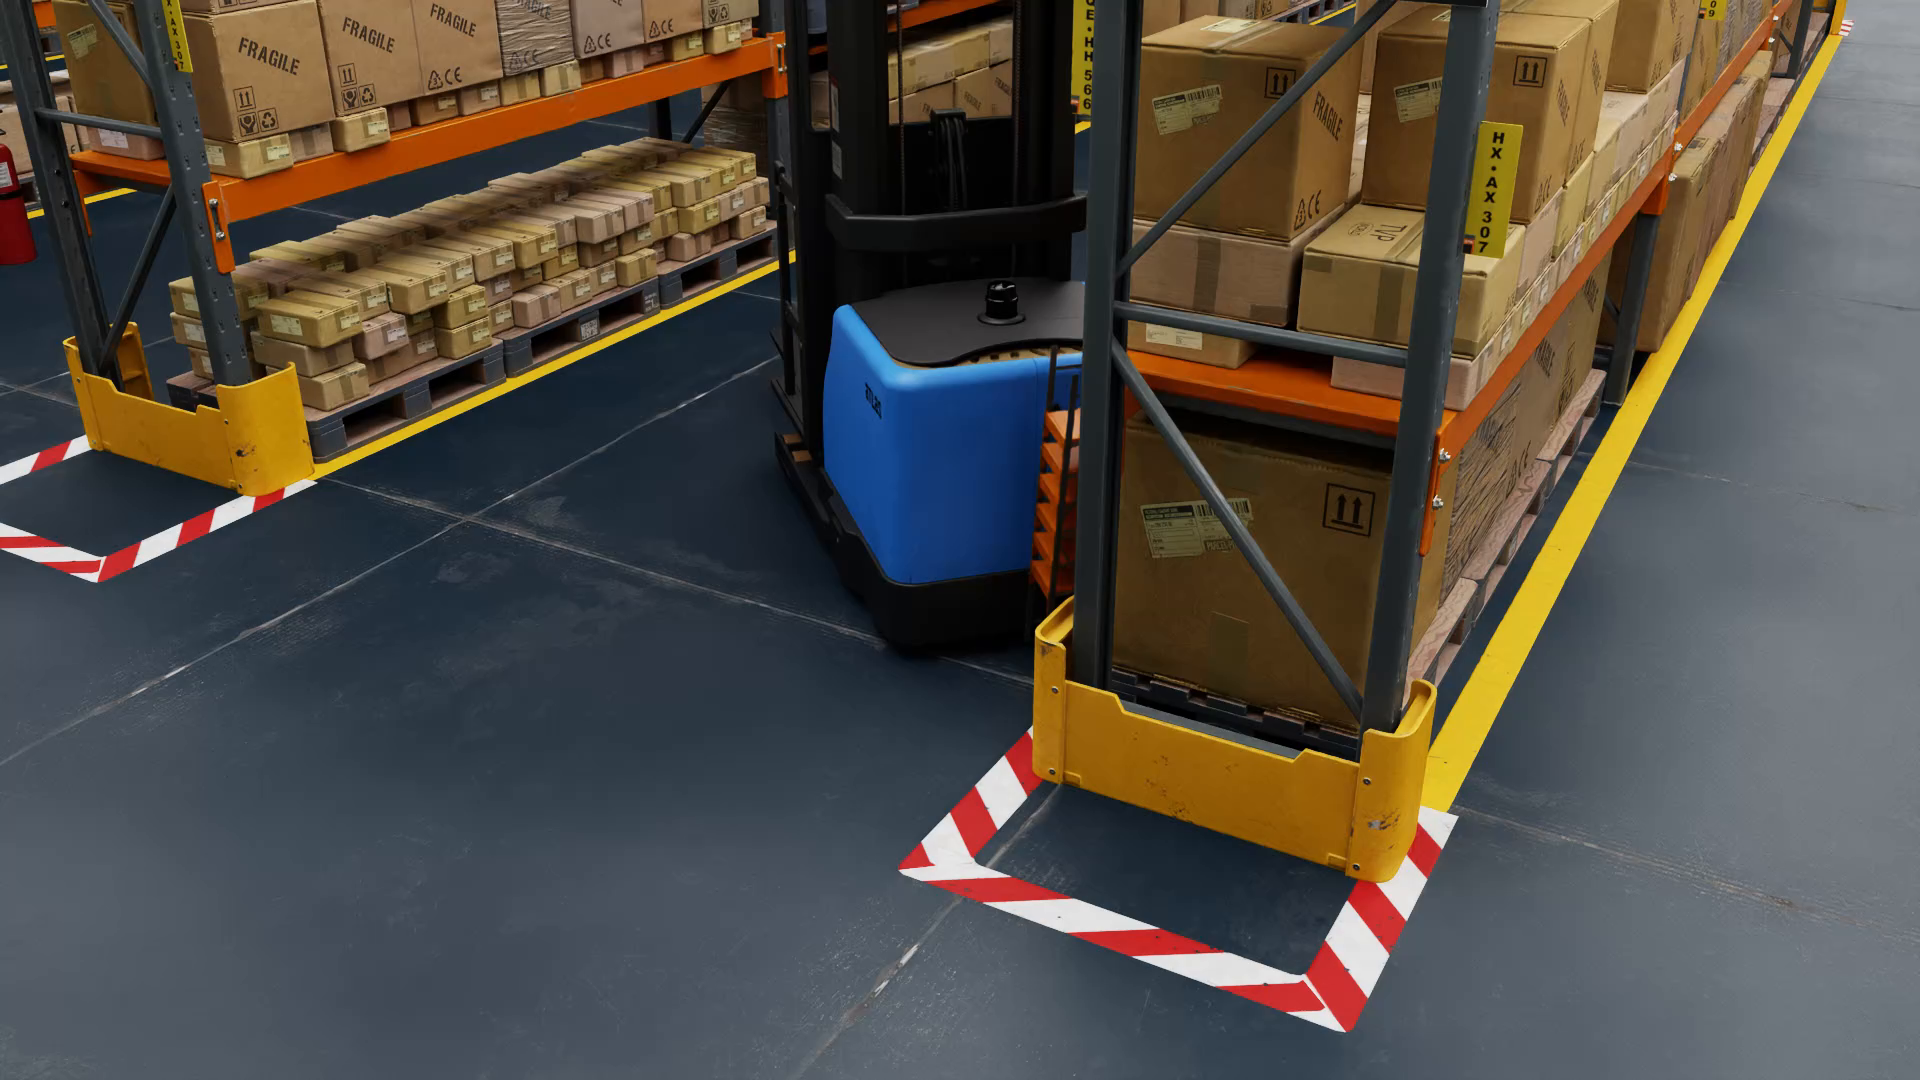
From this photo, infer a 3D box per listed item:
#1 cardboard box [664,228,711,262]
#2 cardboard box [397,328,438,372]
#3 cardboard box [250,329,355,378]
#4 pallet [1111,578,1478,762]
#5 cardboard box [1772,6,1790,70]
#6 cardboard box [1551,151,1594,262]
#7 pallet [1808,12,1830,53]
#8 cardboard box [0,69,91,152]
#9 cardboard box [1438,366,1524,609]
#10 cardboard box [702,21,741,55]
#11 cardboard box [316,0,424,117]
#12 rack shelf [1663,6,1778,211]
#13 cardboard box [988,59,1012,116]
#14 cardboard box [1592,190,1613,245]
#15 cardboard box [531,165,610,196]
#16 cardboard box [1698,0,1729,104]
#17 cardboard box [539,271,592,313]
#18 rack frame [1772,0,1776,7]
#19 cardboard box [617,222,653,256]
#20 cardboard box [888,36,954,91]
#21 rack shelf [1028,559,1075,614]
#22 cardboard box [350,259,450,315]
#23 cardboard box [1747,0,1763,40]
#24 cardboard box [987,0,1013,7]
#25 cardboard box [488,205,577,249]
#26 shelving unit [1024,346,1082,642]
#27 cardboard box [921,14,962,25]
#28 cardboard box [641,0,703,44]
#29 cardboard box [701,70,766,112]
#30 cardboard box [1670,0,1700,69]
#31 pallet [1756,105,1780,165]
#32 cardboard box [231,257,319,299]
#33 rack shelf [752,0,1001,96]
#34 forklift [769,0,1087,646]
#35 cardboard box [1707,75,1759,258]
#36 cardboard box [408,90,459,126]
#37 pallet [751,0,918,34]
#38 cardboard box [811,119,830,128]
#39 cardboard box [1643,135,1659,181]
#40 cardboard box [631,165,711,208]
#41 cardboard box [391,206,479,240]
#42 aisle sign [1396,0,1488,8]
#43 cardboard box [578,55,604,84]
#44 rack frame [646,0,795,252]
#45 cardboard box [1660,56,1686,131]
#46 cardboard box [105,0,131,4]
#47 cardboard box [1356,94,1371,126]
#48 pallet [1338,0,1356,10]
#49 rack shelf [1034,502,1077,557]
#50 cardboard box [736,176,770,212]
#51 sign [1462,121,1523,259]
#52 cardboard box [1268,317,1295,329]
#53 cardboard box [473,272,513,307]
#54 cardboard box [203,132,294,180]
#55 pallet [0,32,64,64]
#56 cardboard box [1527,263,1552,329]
[{"bbox_3d":[-1.661,-1.724,9.560,0.380,0.149,0.250,13,29,24],"label":"cardboard box"},{"bbox_3d":[-2.748,-0.946,8.004,0.380,0.149,0.250,15,30,27],"label":"cardboard box"},{"bbox_3d":[-2.976,-0.874,7.529,0.380,0.149,0.250,16,31,28],"label":"cardboard box"},{"bbox_3d":[1.136,0.369,5.777,1.003,0.211,1.213,14,30,26],"label":"pallet"},{"bbox_3d":[6.946,-4.443,14.597,0.500,0.500,0.500,13,29,25],"label":"cardboard box"},{"bbox_3d":[1.782,-1.142,5.515,0.500,0.250,0.500,13,29,24],"label":"cardboard box"},{"bbox_3d":[8.214,-5.199,16.900,1.003,0.211,1.213,14,30,26],"label":"pallet"},{"bbox_3d":[-6.252,-3.111,12.007,0.875,0.438,0.875,14,30,25],"label":"cardboard box"},{"bbox_3d":[1.504,-0.408,6.119,0.875,0.875,0.875,14,30,26],"label":"cardboard box"},{"bbox_3d":[-1.458,-2.840,9.353,0.380,0.149,0.250,13,30,25],"label":"cardboard box"},{"bbox_3d":[-2.755,-2.187,7.323,0.500,0.500,0.500,14,30,26],"label":"cardboard box"},{"bbox_3d":[3.763,-2.566,9.328,1.077,0.370,4.000,14,30,26],"label":"rack shelf"},{"bbox_3d":[0.123,-3.353,12.420,0.500,0.500,0.500,16,31,28],"label":"cardboard box"},{"bbox_3d":[2.156,-1.205,6.086,0.380,0.149,0.250,15,30,27],"label":"cardboard box"},{"bbox_3d":[-2.217,-2.019,9.484,0.380,0.149,0.250,13,30,25],"label":"cardboard box"},{"bbox_3d":[3.469,-2.473,8.227,0.500,0.500,0.500,14,30,26],"label":"cardboard box"},{"bbox_3d":[-2.172,-1.333,8.778,0.380,0.149,0.250,14,30,26],"label":"cardboard box"},{"bbox_3d":[4.746,-3.667,10.724,1.000,3.000,0.127,14,30,26],"label":"rack frame"},{"bbox_3d":[-1.924,-1.696,9.171,0.380,0.149,0.250,15,30,27],"label":"cardboard box"},{"bbox_3d":[-0.382,-3.280,11.438,0.500,0.250,0.500,15,30,28],"label":"cardboard box"},{"bbox_3d":[0.387,0.141,5.735,0.258,0.103,0.180,-8,37,-16],"label":"rack shelf"},{"bbox_3d":[-2.638,-1.193,7.833,0.380,0.149,0.250,14,30,26],"label":"cardboard box"},{"bbox_3d":[4.469,-3.271,9.823,0.500,0.500,0.500,14,30,26],"label":"cardboard box"},{"bbox_3d":[0.856,-4.198,13.829,1.050,0.750,0.750,14,30,25],"label":"cardboard box"},{"bbox_3d":[-2.234,-1.625,8.697,0.380,0.149,0.250,14,30,26],"label":"cardboard box"},{"bbox_3d":[0.402,-0.089,5.570,0.258,1.200,0.189,-8,37,-16],"label":"shelving unit"},{"bbox_3d":[-0.322,-3.791,12.457,0.500,0.250,0.500,14,30,25],"label":"cardboard box"},{"bbox_3d":[-1.738,-2.964,8.877,0.500,0.500,0.500,13,30,25],"label":"cardboard box"},{"bbox_3d":[-1.344,-2.991,10.859,0.500,0.250,0.500,13,30,25],"label":"cardboard box"},{"bbox_3d":[2.785,-2.271,6.933,0.500,0.500,0.500,15,30,28],"label":"cardboard box"},{"bbox_3d":[5.733,-3.198,12.902,1.003,0.211,1.213,14,30,26],"label":"pallet"},{"bbox_3d":[-3.244,-1.207,7.861,0.380,0.149,0.250,15,30,27],"label":"cardboard box"},{"bbox_3d":[-0.506,-3.697,11.588,1.077,0.370,4.000,14,30,26],"label":"rack shelf"},{"bbox_3d":[-0.185,-1.578,6.628,1.130,2.935,3.031,-8,28,-15],"label":"forklift"},{"bbox_3d":[3.944,-2.294,9.887,1.225,0.875,0.875,14,30,26],"label":"cardboard box"},{"bbox_3d":[-2.582,-2.055,7.785,0.380,0.149,0.250,14,30,26],"label":"cardboard box"},{"bbox_3d":[-0.987,-3.419,10.444,1.003,0.211,1.213,14,30,26],"label":"pallet"},{"bbox_3d":[-0.896,-2.539,10.794,0.500,0.500,0.500,15,30,28],"label":"cardboard box"},{"bbox_3d":[2.661,-1.604,6.884,0.380,0.149,0.250,14,30,25],"label":"cardboard box"},{"bbox_3d":[-1.646,-2.016,9.476,0.380,0.149,0.250,14,30,26],"label":"cardboard box"},{"bbox_3d":[-2.735,-1.618,8.682,0.380,0.149,0.250,13,29,24],"label":"cardboard box"},{"bbox_3d":[1.037,-1.617,3.726,0.394,0.787,0.004,14,30,26],"label":"aisle sign"},{"bbox_3d":[-2.070,-2.454,8.582,0.380,0.149,0.250,14,30,25],"label":"cardboard box"},{"bbox_3d":[-1.490,-3.239,9.870,1.000,3.000,0.127,14,30,26],"label":"rack frame"},{"bbox_3d":[2.790,-1.944,7.117,0.500,0.250,0.500,14,30,25],"label":"cardboard box"},{"bbox_3d":[-3.449,-2.538,6.909,0.500,0.500,0.500,14,30,25],"label":"cardboard box"},{"bbox_3d":[1.571,-1.462,6.155,0.500,0.250,0.500,14,30,26],"label":"cardboard box"},{"bbox_3d":[4.088,-6.340,19.180,1.003,0.211,1.213,14,30,26],"label":"pallet"},{"bbox_3d":[0.399,-0.053,5.596,0.258,0.103,0.180,-8,37,-16],"label":"rack shelf"},{"bbox_3d":[-1.368,-2.093,9.963,0.380,0.149,0.250,15,30,27],"label":"cardboard box"},{"bbox_3d":[1.291,-0.847,4.035,0.100,0.325,0.005,14,30,26],"label":"sign"},{"bbox_3d":[0.826,-0.750,5.177,0.380,0.149,0.250,15,30,27],"label":"cardboard box"},{"bbox_3d":[-2.481,-1.284,8.347,0.380,0.149,0.250,13,29,24],"label":"cardboard box"},{"bbox_3d":[-3.013,-1.622,6.920,0.380,0.149,0.250,14,30,26],"label":"cardboard box"},{"bbox_3d":[-9.206,-4.937,16.377,1.003,0.211,1.213,14,30,26],"label":"pallet"},{"bbox_3d":[1.651,-0.804,5.286,0.380,0.149,0.250,14,30,25],"label":"cardboard box"}]
